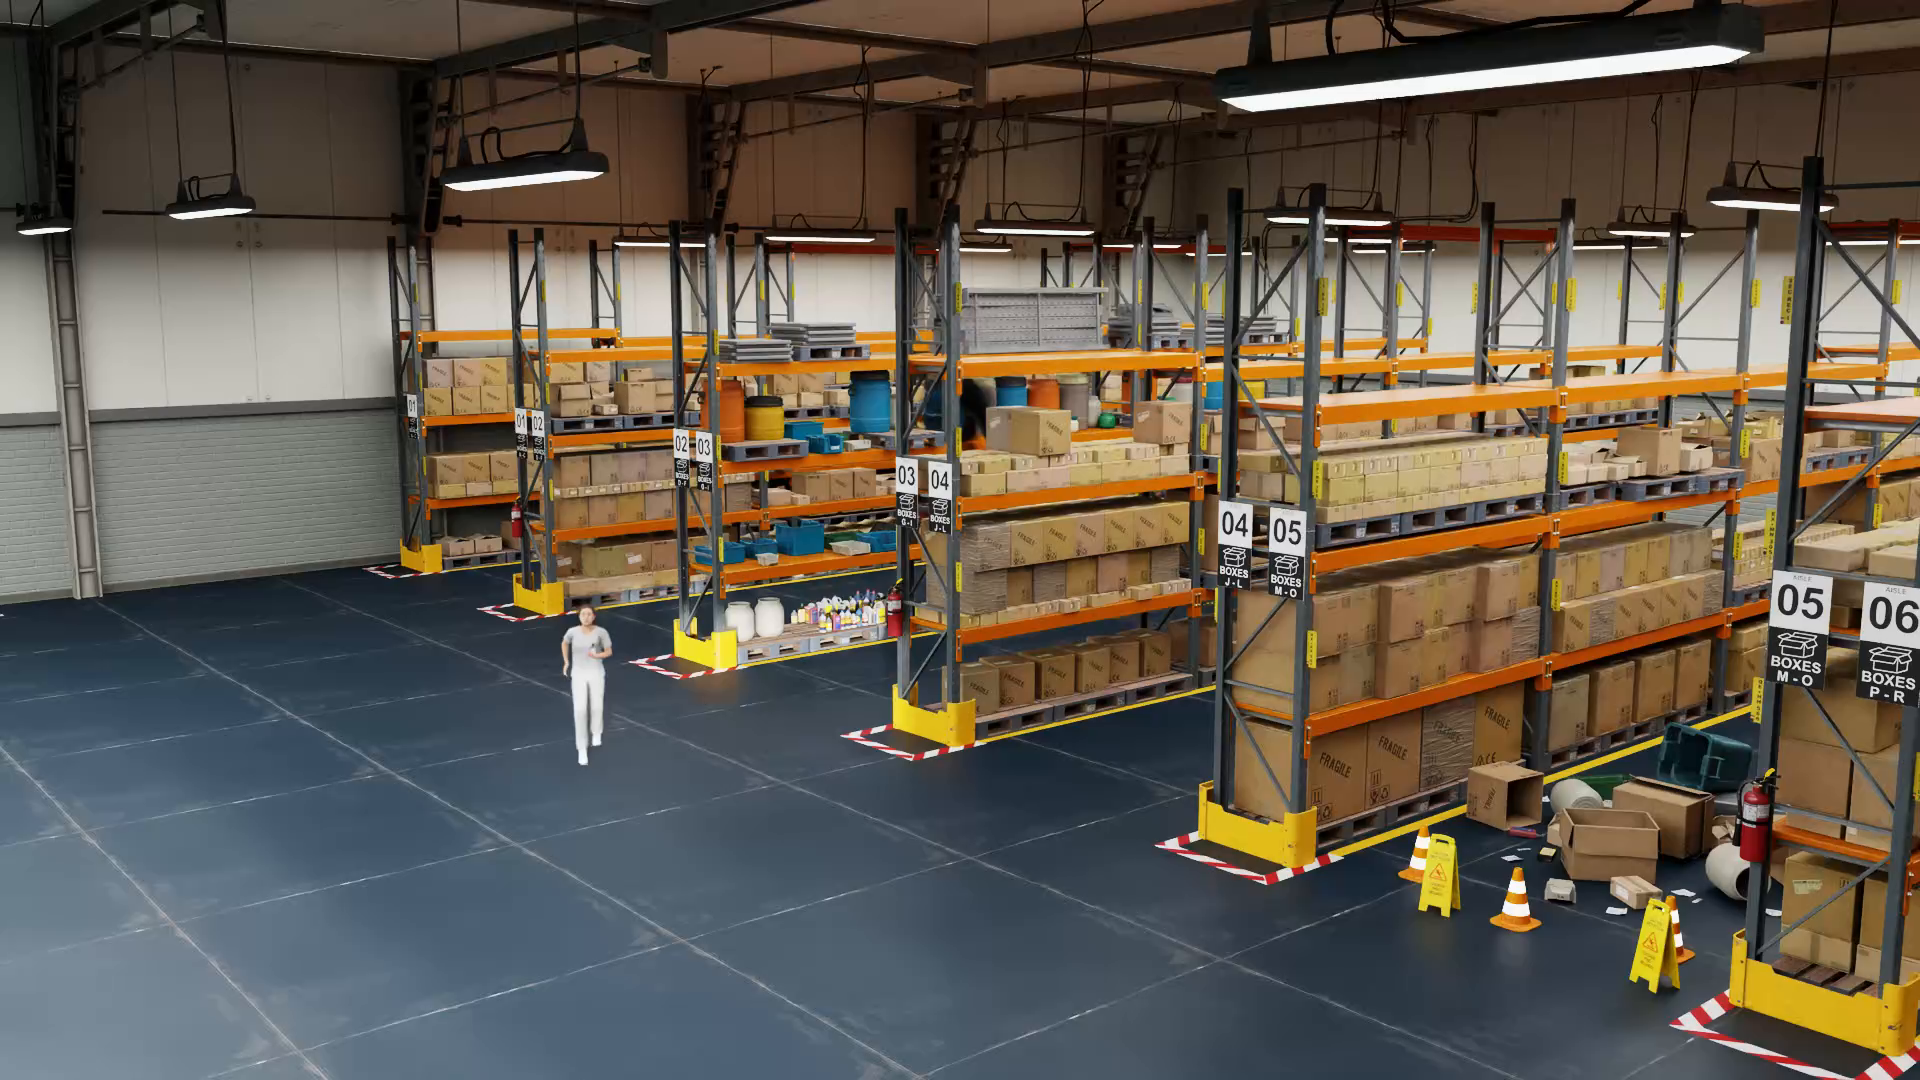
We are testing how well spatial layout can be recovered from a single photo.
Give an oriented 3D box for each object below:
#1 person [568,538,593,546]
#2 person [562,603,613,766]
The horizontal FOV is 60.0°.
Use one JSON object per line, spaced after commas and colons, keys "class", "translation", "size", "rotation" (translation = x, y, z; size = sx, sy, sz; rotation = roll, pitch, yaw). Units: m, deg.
{"class": "person", "translation": [-6.489, -0.122, 28.488], "size": [0.658, 1.785, 0.983], "rotation": [8, 12, 42]}
{"class": "person", "translation": [-4.086, 1.544, 18.275], "size": [0.544, 1.694, 0.838], "rotation": [-2, 9, -12]}
